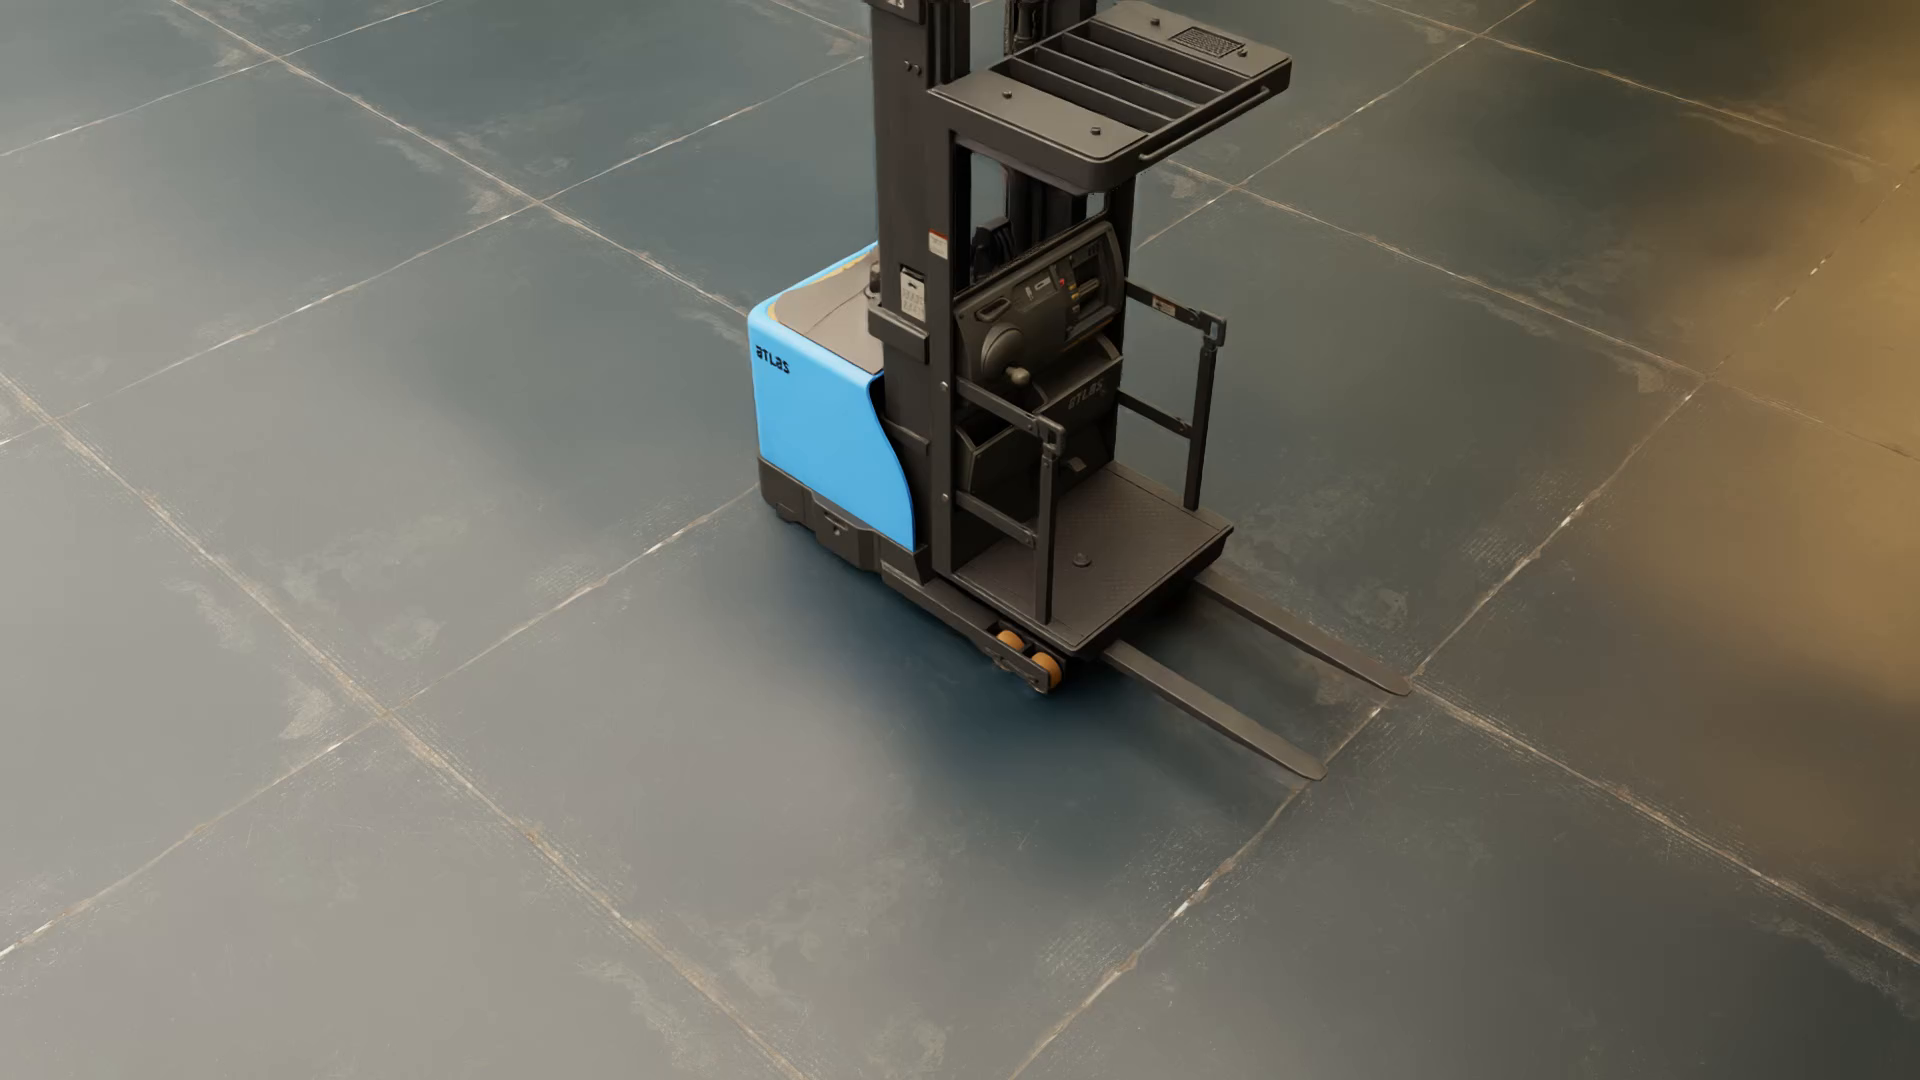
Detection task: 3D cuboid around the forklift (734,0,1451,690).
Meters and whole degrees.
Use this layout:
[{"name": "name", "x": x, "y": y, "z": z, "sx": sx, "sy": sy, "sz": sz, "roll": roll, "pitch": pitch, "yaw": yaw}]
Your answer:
[{"name": "forklift", "x": 0.587, "y": -0.967, "z": 6.556, "sx": 3.031, "sy": 2.935, "sz": 1.130, "roll": 17, "pitch": 44, "yaw": 19}]
